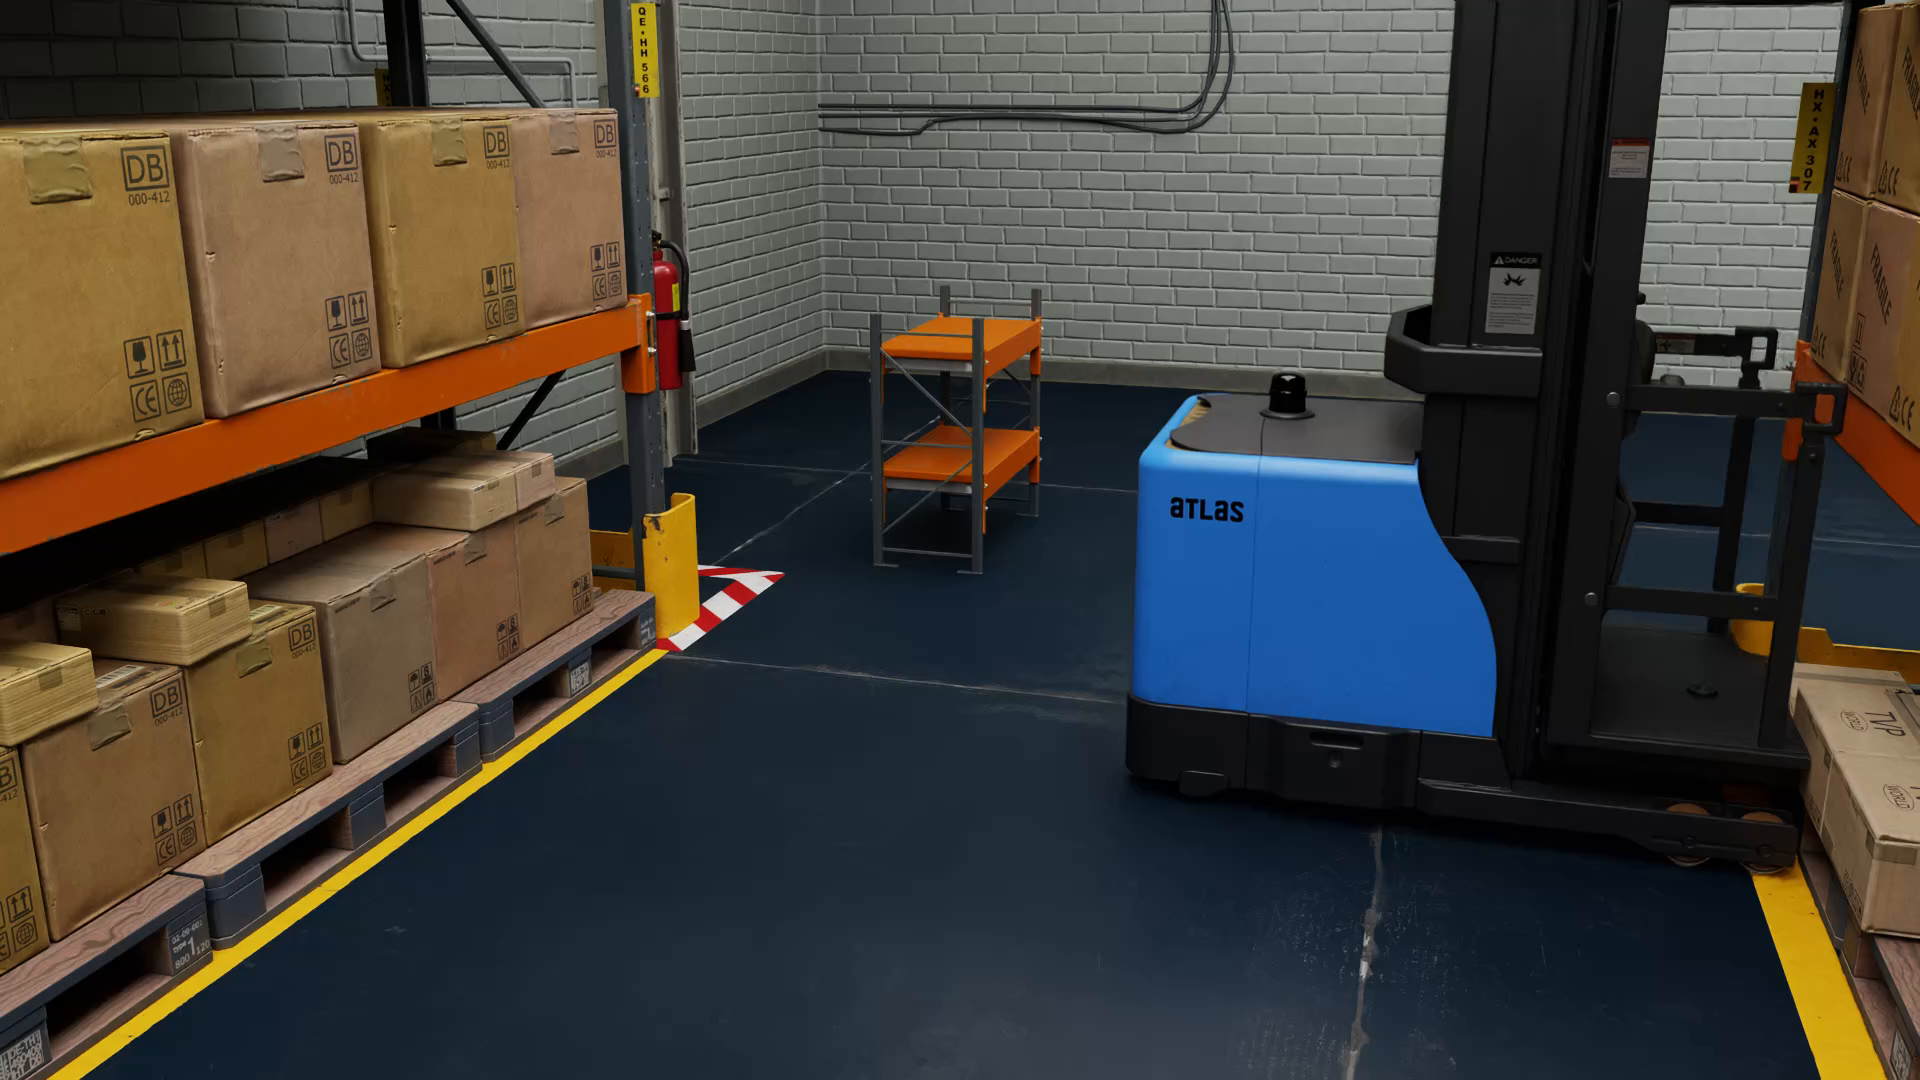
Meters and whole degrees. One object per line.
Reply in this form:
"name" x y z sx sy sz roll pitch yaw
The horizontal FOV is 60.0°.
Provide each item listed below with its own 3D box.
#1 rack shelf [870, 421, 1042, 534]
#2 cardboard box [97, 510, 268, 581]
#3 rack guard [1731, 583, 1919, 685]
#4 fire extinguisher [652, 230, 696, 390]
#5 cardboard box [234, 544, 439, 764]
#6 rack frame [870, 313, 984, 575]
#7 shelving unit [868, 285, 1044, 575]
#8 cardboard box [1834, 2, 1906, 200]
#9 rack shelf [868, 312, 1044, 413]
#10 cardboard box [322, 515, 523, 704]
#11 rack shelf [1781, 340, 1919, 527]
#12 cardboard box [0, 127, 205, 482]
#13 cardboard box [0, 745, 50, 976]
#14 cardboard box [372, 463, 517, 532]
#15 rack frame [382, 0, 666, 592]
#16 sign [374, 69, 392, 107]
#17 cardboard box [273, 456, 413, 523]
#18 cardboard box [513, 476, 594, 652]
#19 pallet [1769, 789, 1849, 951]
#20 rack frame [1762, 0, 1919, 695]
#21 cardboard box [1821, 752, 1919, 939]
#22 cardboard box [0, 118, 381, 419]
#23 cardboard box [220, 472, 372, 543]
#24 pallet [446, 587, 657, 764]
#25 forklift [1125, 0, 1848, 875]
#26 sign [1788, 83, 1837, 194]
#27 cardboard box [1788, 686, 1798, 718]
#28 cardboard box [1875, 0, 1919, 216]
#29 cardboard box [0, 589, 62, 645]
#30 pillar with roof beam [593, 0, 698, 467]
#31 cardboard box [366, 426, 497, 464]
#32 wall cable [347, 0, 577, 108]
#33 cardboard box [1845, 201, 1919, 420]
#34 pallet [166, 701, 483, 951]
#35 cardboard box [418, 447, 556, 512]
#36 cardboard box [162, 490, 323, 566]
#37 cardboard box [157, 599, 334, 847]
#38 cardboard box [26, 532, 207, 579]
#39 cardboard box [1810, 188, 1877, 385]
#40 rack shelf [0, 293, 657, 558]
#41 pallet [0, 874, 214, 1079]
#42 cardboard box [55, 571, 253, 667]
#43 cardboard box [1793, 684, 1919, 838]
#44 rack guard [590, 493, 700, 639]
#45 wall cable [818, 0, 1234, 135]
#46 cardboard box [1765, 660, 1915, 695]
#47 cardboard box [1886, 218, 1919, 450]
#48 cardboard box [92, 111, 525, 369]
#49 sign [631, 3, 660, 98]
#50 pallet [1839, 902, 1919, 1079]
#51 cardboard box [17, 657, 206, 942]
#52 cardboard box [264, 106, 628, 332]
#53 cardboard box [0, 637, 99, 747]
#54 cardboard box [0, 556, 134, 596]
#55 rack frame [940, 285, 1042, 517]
"rack shelf" 0.002 -0.308 7.749 0.538 0.278 1.000 5 16 16
"cardboard box" -2.271 0.026 4.863 0.380 0.149 0.250 5 17 16
"rack guard" 3.076 0.469 5.260 1.175 0.500 0.348 5 16 16
"fire extinguisher" -1.168 -0.924 6.415 0.296 0.674 0.183 5 16 16
"cardboard box" -2.040 0.317 5.025 0.700 0.500 0.500 4 16 14
"rack frame" -0.143 -0.410 7.213 0.500 1.125 0.032 5 16 16
"shelving unit" 0.002 -0.543 7.682 0.538 1.125 1.048 5 16 16
"cardboard box" 2.719 -1.187 4.502 0.500 0.500 0.500 5 17 18
"rack shelf" 0.002 -0.825 7.602 0.538 0.278 1.000 5 16 16
"cardboard box" -1.898 0.186 5.489 0.700 0.500 0.500 5 16 16
"rack shelf" 2.529 0.116 3.243 1.077 0.370 4.000 5 16 16
"cardboard box" -2.407 -0.566 3.777 0.980 0.700 0.700 4 16 14
"cardboard box" -2.479 0.723 3.596 0.700 0.500 0.500 5 17 17
"cardboard box" -1.690 -0.143 5.458 0.380 0.149 0.250 5 17 17
"rack frame" -1.653 -1.137 6.340 1.000 3.000 0.127 5 16 16
"sign" -2.183 -1.636 6.369 0.100 0.325 0.005 5 16 16
"cardboard box" -2.055 -0.173 5.565 0.380 0.149 0.250 5 16 16
"cardboard box" -1.756 0.055 5.951 0.700 0.500 0.500 5 16 16
"pallet" 2.850 0.817 4.564 1.003 0.211 1.213 5 16 16
"rack frame" 3.098 -0.754 4.989 1.000 3.000 0.127 5 16 16
"cardboard box" 2.387 0.739 3.958 0.500 0.250 0.500 5 16 16
"cardboard box" -2.210 -0.757 4.451 0.980 0.700 0.700 4 16 13
"cardboard box" -2.127 -0.108 5.334 0.380 0.149 0.250 5 17 16
"pallet" -1.805 0.420 5.962 1.003 0.211 1.213 5 16 16
"forklift" 2.084 -0.650 4.751 3.031 2.935 1.130 4 16 15
"sign" 2.577 -1.212 5.019 0.100 0.325 0.005 5 16 16
"cardboard box" 2.578 0.546 4.793 0.380 0.166 0.250 5 16 16
"cardboard box" 2.577 -1.050 4.018 0.500 0.500 0.500 5 17 16
"cardboard box" -2.488 0.226 4.158 0.380 0.149 0.250 4 16 14
"pillar with roof beam" 2.413 -4.463 7.072 9.100 9.000 0.400 5 16 16
"cardboard box" -1.912 -0.306 6.032 0.380 0.149 0.250 5 17 16
"wall cable" -2.196 -2.034 7.641 0.084 1.984 1.851 5 16 16
"cardboard box" 2.577 -0.571 4.161 0.500 0.500 0.500 4 16 15
"pallet" -2.154 0.738 4.840 1.003 0.211 1.213 5 16 16
"cardboard box" -1.618 -0.210 5.694 0.380 0.149 0.250 4 16 15
"cardboard box" -2.198 -0.041 5.099 0.380 0.149 0.250 5 17 17
"cardboard box" -2.185 0.457 4.532 0.700 0.500 0.500 5 17 17
"cardboard box" -2.343 0.092 4.629 0.380 0.149 0.250 4 16 15
"cardboard box" 2.719 -0.706 4.638 0.500 0.500 0.500 5 17 17
"rack shelf" -2.221 -0.267 4.594 1.077 0.370 4.000 5 16 16
"pallet" -2.498 1.058 3.711 1.003 0.211 1.213 5 16 16
"cardboard box" -2.058 0.198 4.255 0.380 0.149 0.250 4 16 14
"cardboard box" 2.529 0.609 4.419 0.500 0.250 0.500 5 16 16
"rack guard" -1.646 0.059 6.703 1.175 0.500 0.348 5 16 16
"wall cable" 0.297 -3.981 11.065 3.097 2.526 0.112 5 16 16
"cardboard box" 2.649 0.489 5.026 0.380 0.149 0.250 5 16 16
"cardboard box" 2.432 -0.440 3.699 0.500 0.500 0.500 5 16 16
"cardboard box" -1.984 -0.956 5.152 0.980 0.700 0.700 4 16 15
"sign" -1.137 -1.762 5.989 0.100 0.325 0.005 5 16 16
"pallet" 2.502 1.135 3.442 1.003 0.211 1.213 5 16 16
"cardboard box" -2.333 0.591 4.059 0.700 0.500 0.500 4 16 15
"cardboard box" -1.788 -1.147 5.826 0.980 0.700 0.700 5 17 18
"cardboard box" -2.206 0.335 3.774 0.380 0.149 0.250 5 17 18
"cardboard box" -2.416 0.160 4.391 0.380 0.149 0.250 5 17 16
"rack frame" 0.146 -0.676 8.151 0.500 1.125 0.032 5 16 16
